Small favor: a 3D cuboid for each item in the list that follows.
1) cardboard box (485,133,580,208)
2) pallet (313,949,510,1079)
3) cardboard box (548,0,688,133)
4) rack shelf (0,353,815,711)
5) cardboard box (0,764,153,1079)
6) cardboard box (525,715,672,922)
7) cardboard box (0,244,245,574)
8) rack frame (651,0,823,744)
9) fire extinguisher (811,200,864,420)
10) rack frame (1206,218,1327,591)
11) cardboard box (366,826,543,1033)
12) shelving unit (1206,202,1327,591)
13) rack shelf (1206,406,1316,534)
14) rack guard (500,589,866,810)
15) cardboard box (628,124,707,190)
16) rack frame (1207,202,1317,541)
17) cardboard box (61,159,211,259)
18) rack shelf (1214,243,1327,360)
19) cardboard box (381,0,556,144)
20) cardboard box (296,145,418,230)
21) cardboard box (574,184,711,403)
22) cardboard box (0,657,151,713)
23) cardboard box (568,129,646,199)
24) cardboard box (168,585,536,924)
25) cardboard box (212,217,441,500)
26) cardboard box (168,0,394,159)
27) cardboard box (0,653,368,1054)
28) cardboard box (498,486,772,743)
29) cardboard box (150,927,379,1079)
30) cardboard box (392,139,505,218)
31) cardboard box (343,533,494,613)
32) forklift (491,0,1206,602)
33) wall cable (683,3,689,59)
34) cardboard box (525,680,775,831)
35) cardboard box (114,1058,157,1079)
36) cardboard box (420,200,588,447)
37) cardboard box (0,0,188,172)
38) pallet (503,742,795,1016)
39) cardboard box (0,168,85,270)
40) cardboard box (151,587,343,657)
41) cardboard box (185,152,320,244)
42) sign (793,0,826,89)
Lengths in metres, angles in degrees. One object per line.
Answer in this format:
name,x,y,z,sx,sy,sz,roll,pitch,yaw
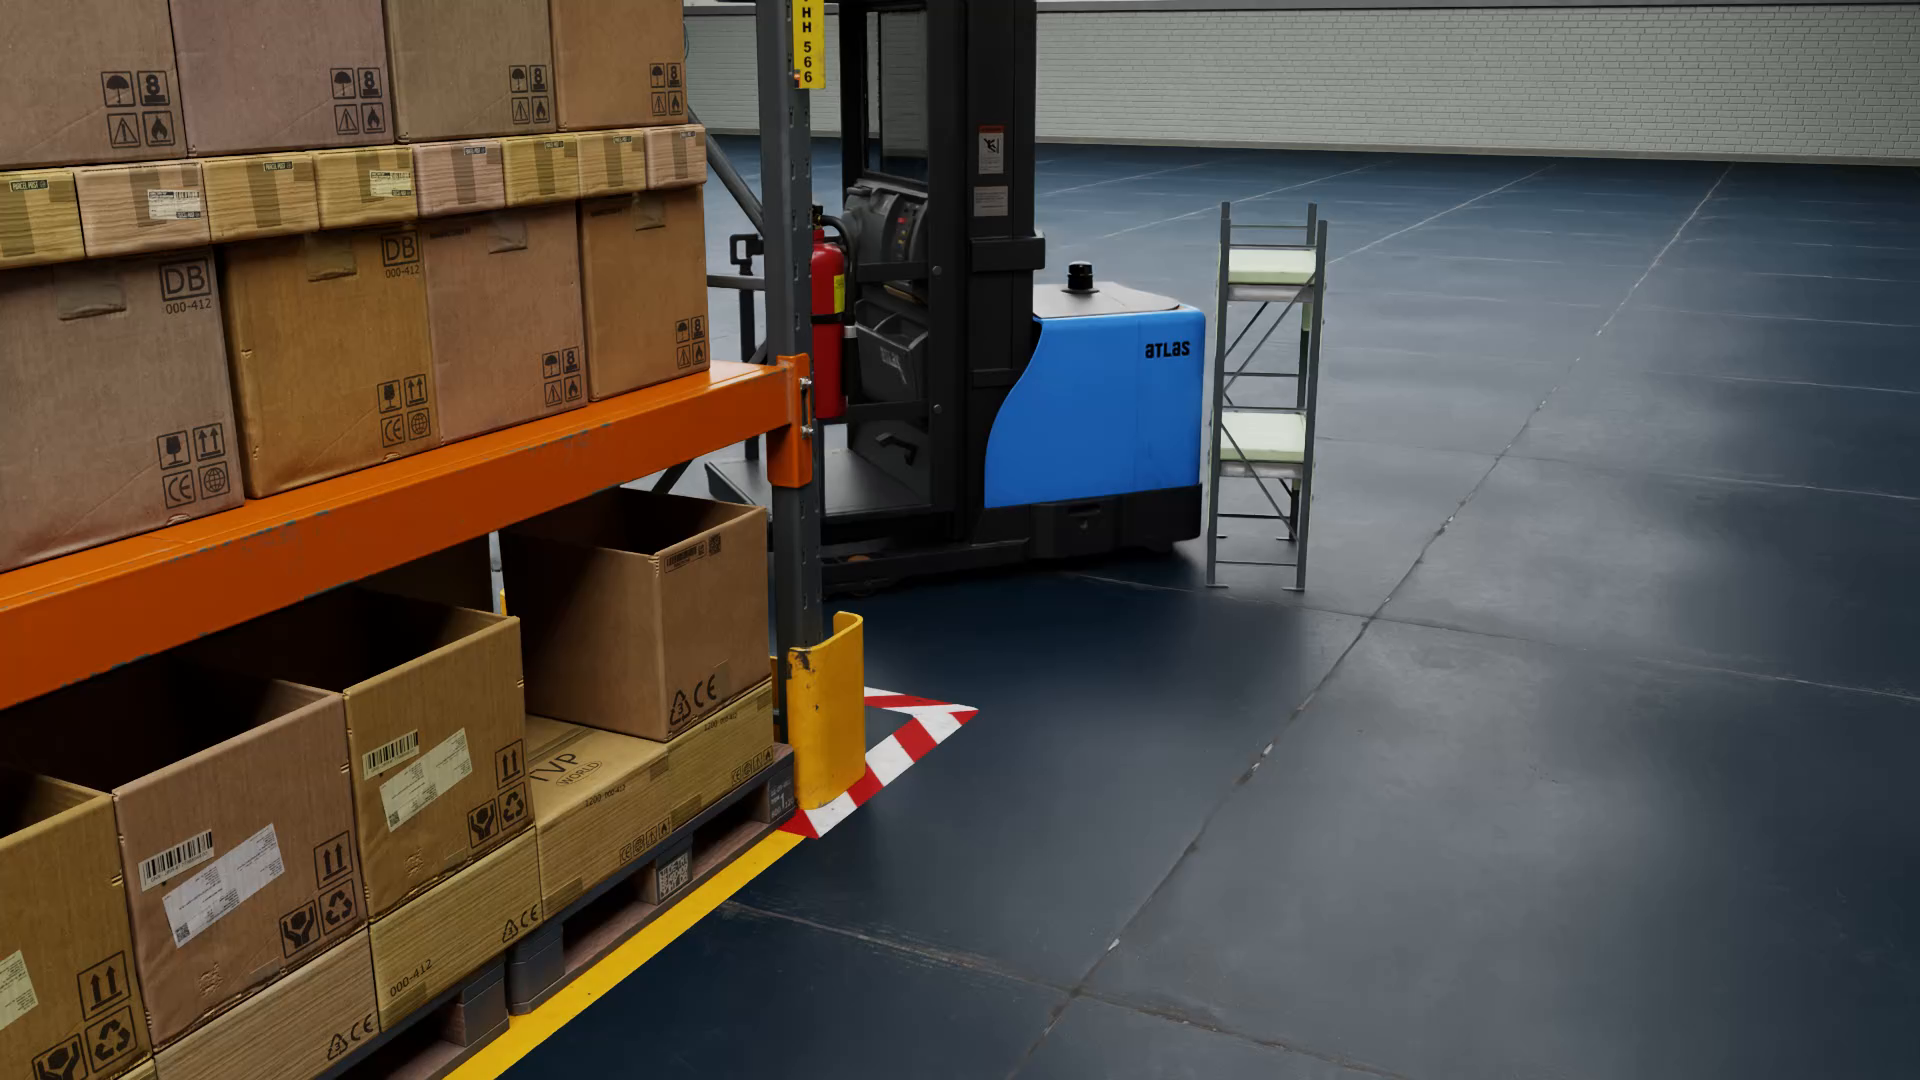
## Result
cardboard box,-1.108,-0.859,3.832,0.380,0.149,0.250,8,18,25
pallet,-1.729,1.093,3.473,1.003,0.211,1.213,8,18,25
cardboard box,-1.122,-1.292,4.153,0.700,0.500,0.500,8,18,26
rack shelf,-1.772,0.101,3.180,1.077,0.370,4.000,8,18,25
cardboard box,-1.731,0.690,2.708,0.500,0.500,0.500,8,18,25
cardboard box,-1.066,0.666,4.104,0.500,0.250,0.500,8,18,25
cardboard box,-1.787,-0.289,3.055,0.700,0.500,0.500,9,19,27
rack frame,-0.878,-0.753,4.793,1.000,3.000,0.127,8,18,25
fire extinguisher,-0.410,-0.687,4.706,0.296,0.674,0.183,8,18,25
rack frame,1.216,-0.520,6.641,0.400,1.500,0.023,2,17,8
cardboard box,-1.288,0.794,3.674,0.500,0.250,0.500,8,18,25
shelving unit,1.270,-0.623,6.988,0.431,1.500,0.755,2,17,8
rack shelf,1.270,-0.311,7.081,0.431,0.370,0.720,2,17,8
rack guard,-0.867,0.439,5.169,1.175,0.500,0.348,8,18,25
cardboard box,-0.878,-0.991,4.277,0.380,0.149,0.250,8,18,24
rack frame,1.324,-0.726,7.335,0.400,1.500,0.023,2,17,8
cardboard box,-1.570,-0.595,2.946,0.380,0.149,0.250,8,18,25
rack shelf,1.270,-0.997,6.877,0.431,0.370,0.720,2,17,8
cardboard box,-1.352,-1.158,3.700,0.700,0.500,0.500,8,18,24
cardboard box,-1.340,-0.728,3.392,0.380,0.149,0.250,9,19,27
cardboard box,-1.098,-0.684,4.383,0.700,0.500,0.500,8,18,25
cardboard box,-1.989,0.494,3.368,0.500,0.500,0.500,8,18,25
cardboard box,-0.994,-0.924,4.052,0.380,0.149,0.250,9,19,27
cardboard box,-1.285,0.435,3.566,0.500,0.500,0.500,8,18,25
cardboard box,-1.556,-0.424,3.508,0.700,0.500,0.500,8,18,26
cardboard box,-1.576,-1.029,3.267,0.700,0.500,0.500,8,18,26
cardboard box,-1.510,0.562,3.138,0.500,0.500,0.500,8,18,25
cardboard box,-0.851,0.178,4.430,0.500,0.500,0.500,8,18,25
cardboard box,-1.513,0.921,3.246,0.500,0.250,0.500,8,18,25
cardboard box,-1.223,-0.795,3.617,0.380,0.149,0.250,8,18,26
cardboard box,-1.538,0.240,4.223,0.500,0.500,0.500,8,18,25
forklift,-0.507,-1.324,6.834,3.031,2.935,1.130,-7,18,-21
wall cable,-8.259,-13.454,42.471,3.097,2.526,0.112,8,18,25
cardboard box,-0.853,0.538,4.538,0.500,0.250,0.500,8,18,25
cardboard box,-1.731,1.049,2.815,0.500,0.250,0.500,8,18,25
cardboard box,-1.328,-0.550,3.931,0.700,0.500,0.500,9,19,27
cardboard box,-1.800,-0.902,2.838,0.700,0.500,0.500,8,18,25
pallet,-1.182,0.783,4.516,1.003,0.211,1.213,8,18,25
cardboard box,-1.683,-0.532,2.733,0.380,0.149,0.250,8,18,25
cardboard box,-1.750,0.369,3.789,0.500,0.500,0.500,8,18,25
cardboard box,-1.456,-0.661,3.166,0.380,0.149,0.250,9,19,27
sign,-0.399,-1.349,4.350,0.100,0.325,0.005,8,18,25
